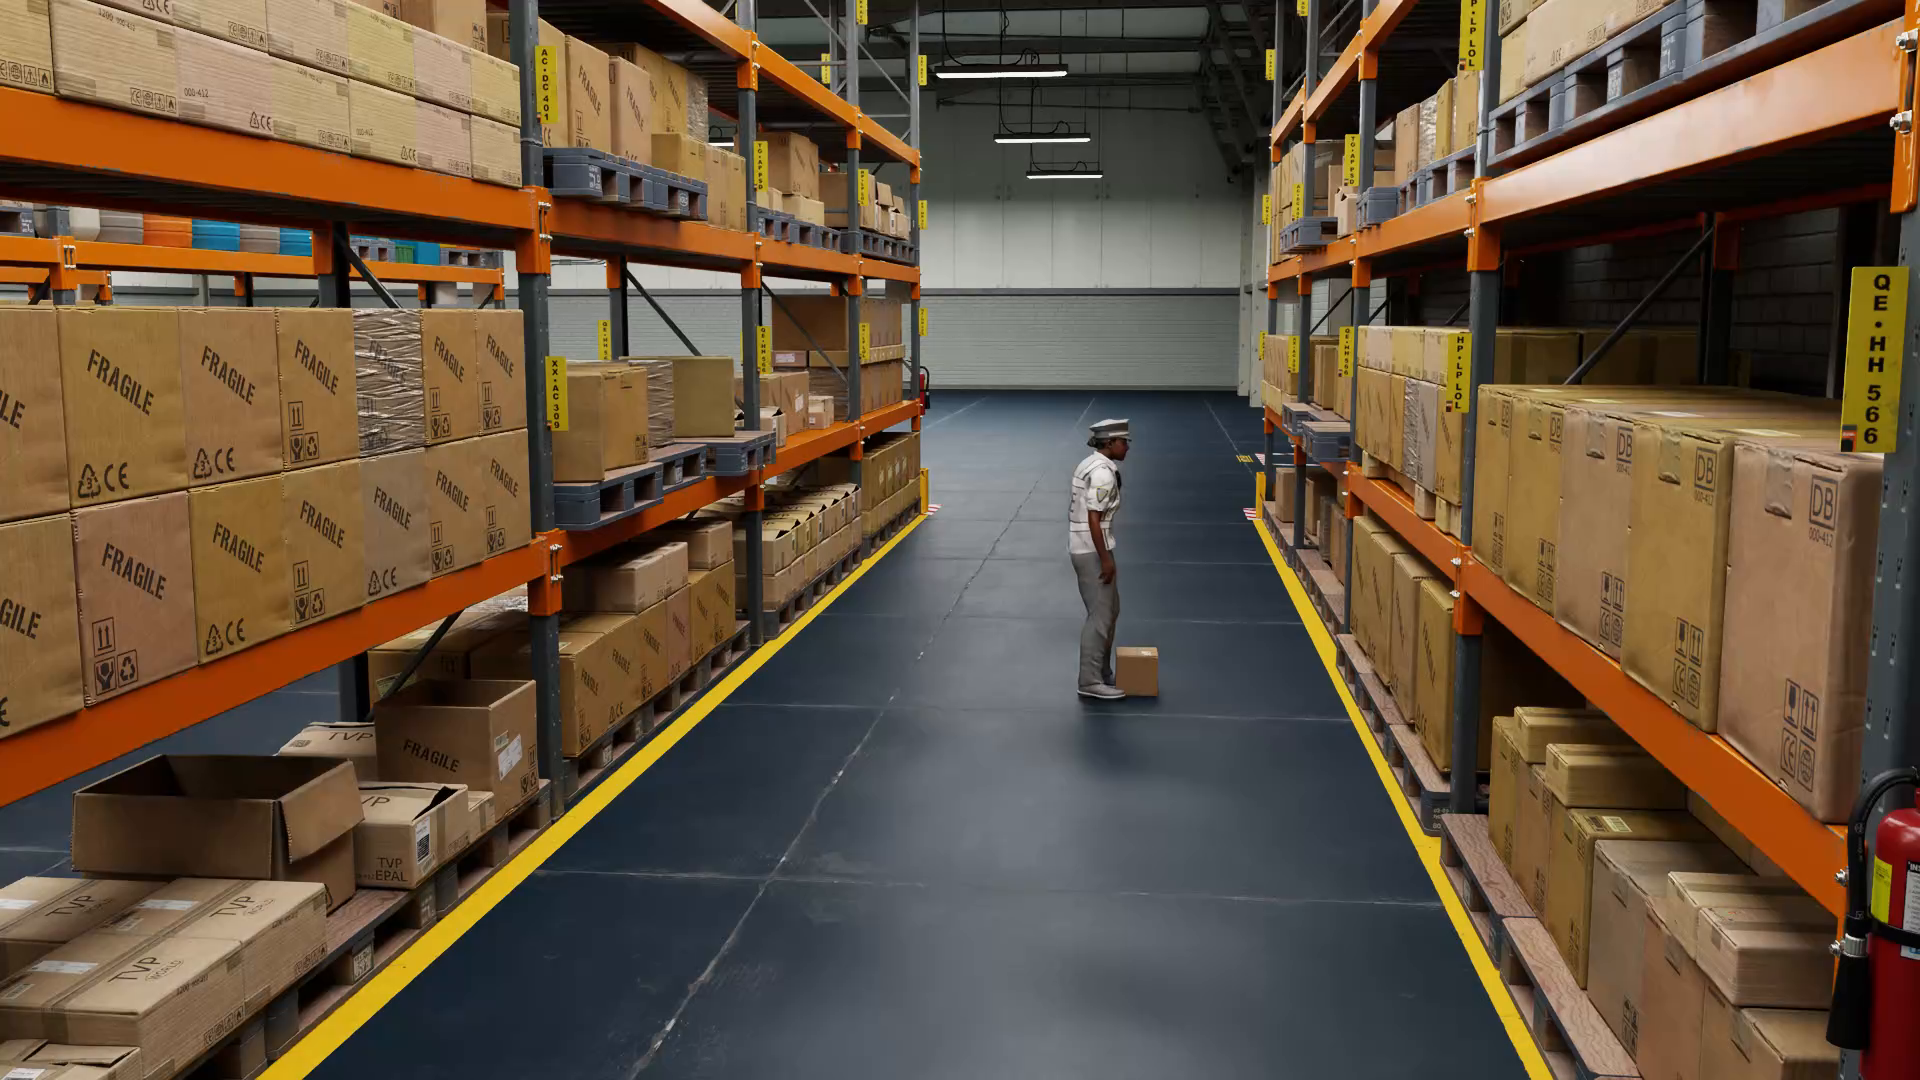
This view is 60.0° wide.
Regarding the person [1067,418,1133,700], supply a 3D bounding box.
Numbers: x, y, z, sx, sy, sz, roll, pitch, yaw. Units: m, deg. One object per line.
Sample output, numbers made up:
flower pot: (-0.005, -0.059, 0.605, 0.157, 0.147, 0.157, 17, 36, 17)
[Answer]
person: (0.857, 0.098, 10.057, 0.419, 1.664, 0.530, 0, 8, 4)
